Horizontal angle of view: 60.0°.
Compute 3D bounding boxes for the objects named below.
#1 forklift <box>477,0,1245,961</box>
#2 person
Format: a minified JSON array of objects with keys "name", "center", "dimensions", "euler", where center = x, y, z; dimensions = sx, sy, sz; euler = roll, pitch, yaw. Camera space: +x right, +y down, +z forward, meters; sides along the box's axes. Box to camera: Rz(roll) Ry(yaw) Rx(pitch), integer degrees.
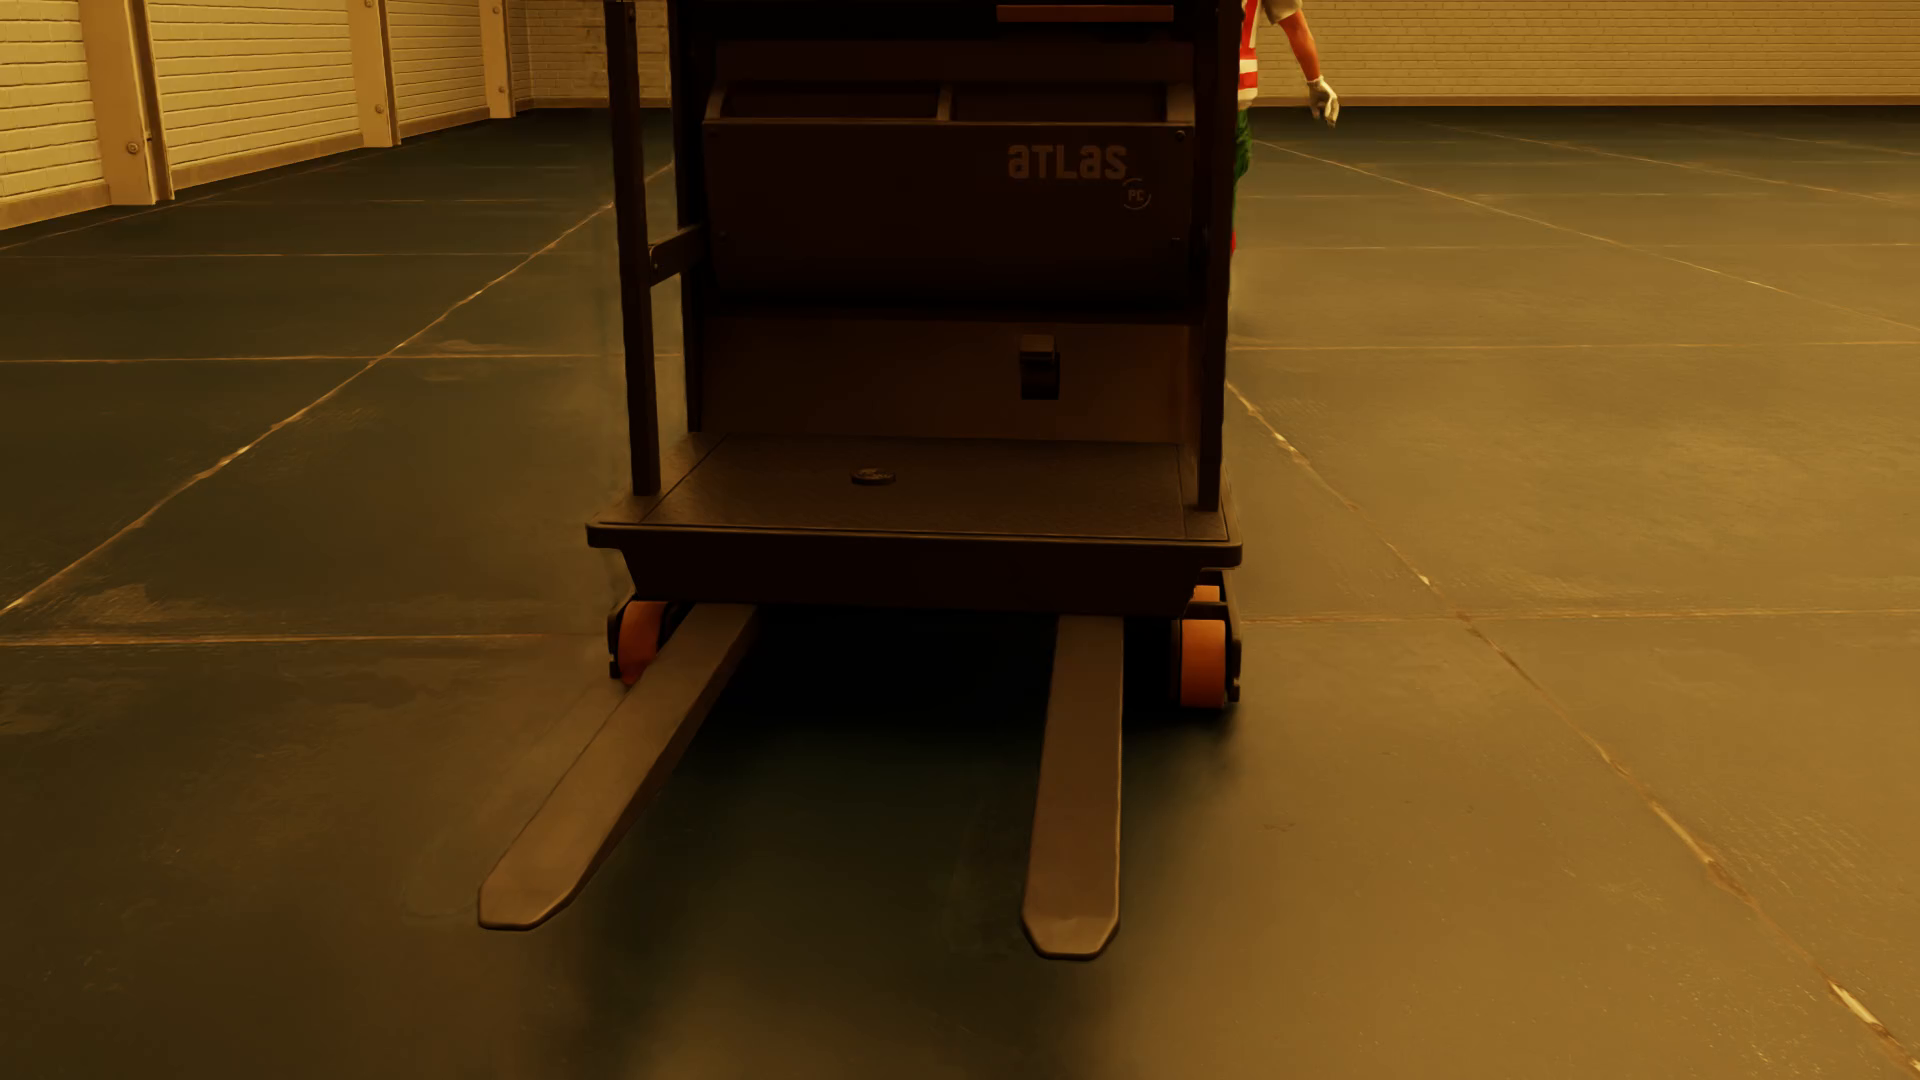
[{"name":"forklift","center":[-0.040,-1.204,2.843],"dimensions":[1.130,2.935,3.031],"euler":[2,17,5]},{"name":"person","center":[0.987,-1.752,6.707],"dimensions":[1.026,1.795,0.648],"euler":[-2,17,-6]}]
